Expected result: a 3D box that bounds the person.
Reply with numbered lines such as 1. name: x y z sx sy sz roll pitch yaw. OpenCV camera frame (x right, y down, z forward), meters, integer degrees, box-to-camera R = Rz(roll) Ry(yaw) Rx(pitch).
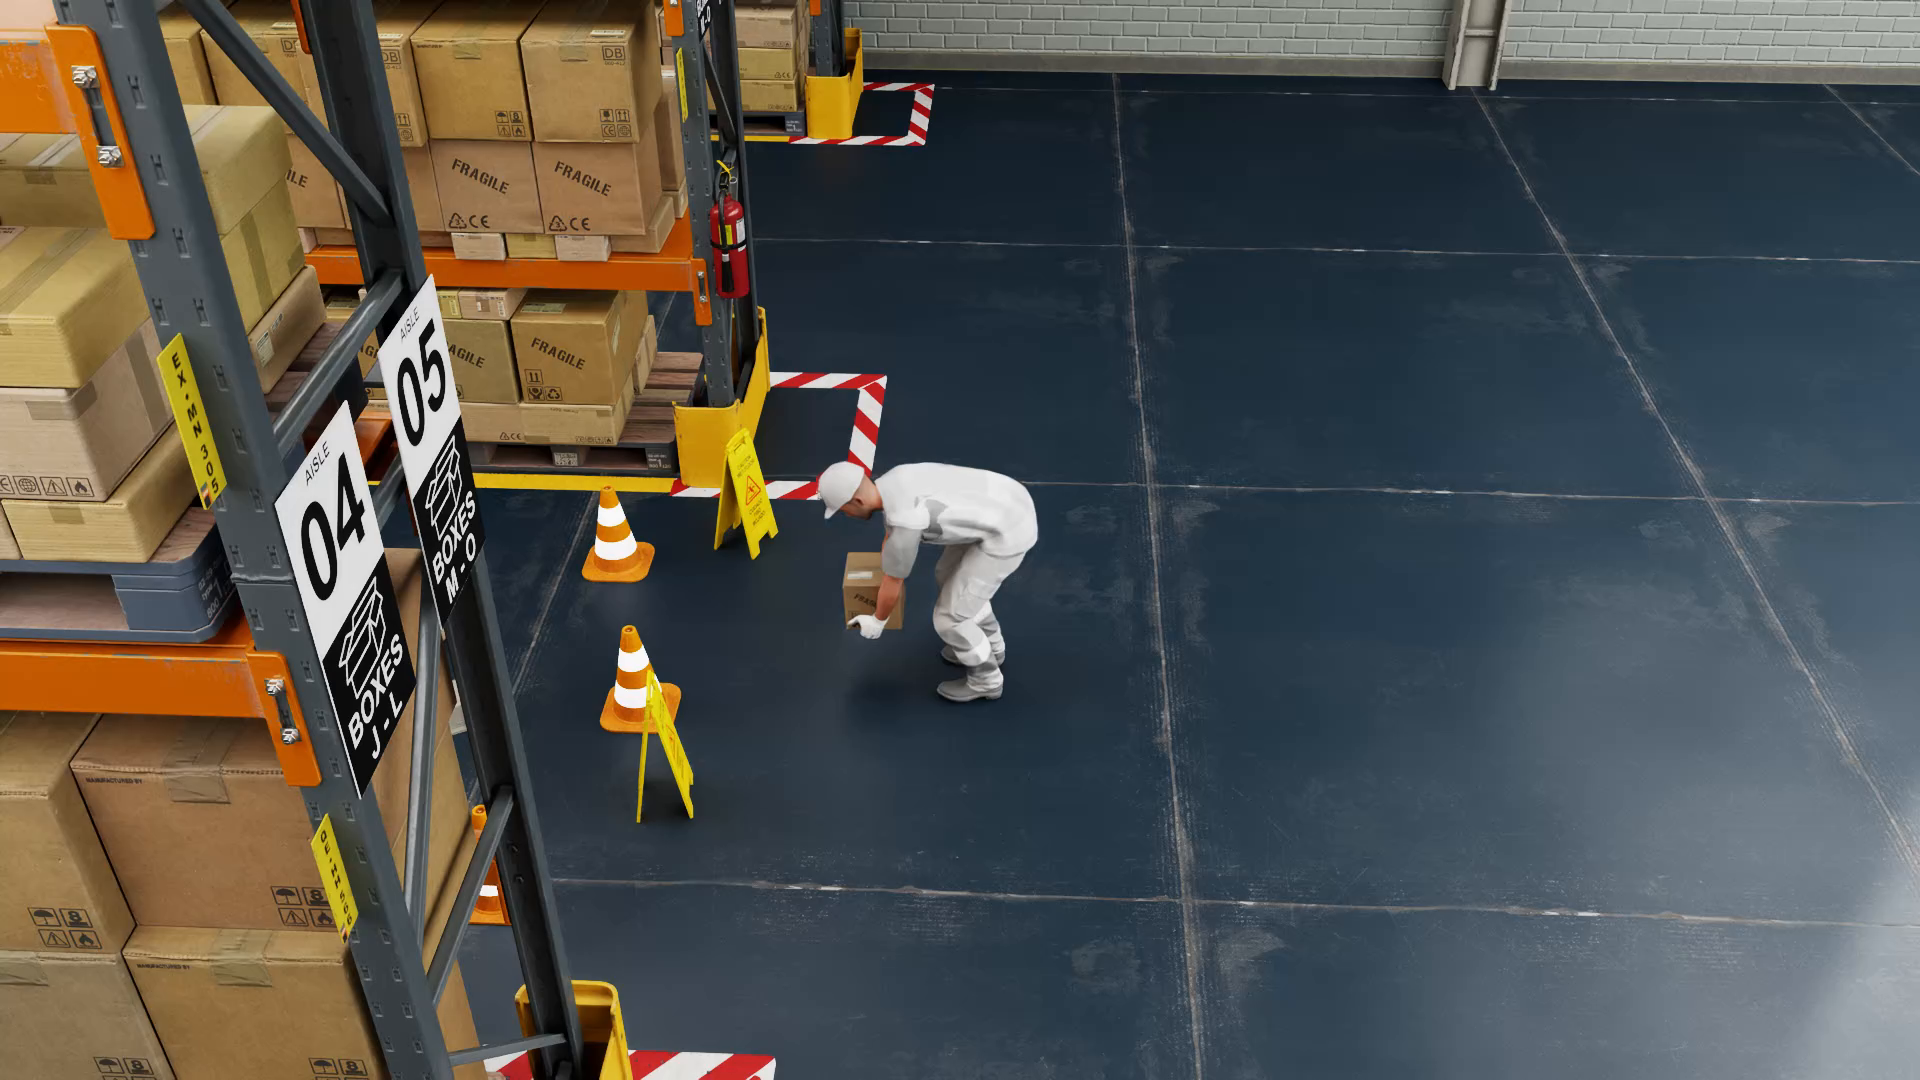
1. person: -0.134 0.154 7.403 0.944 1.180 0.517 0 35 0
